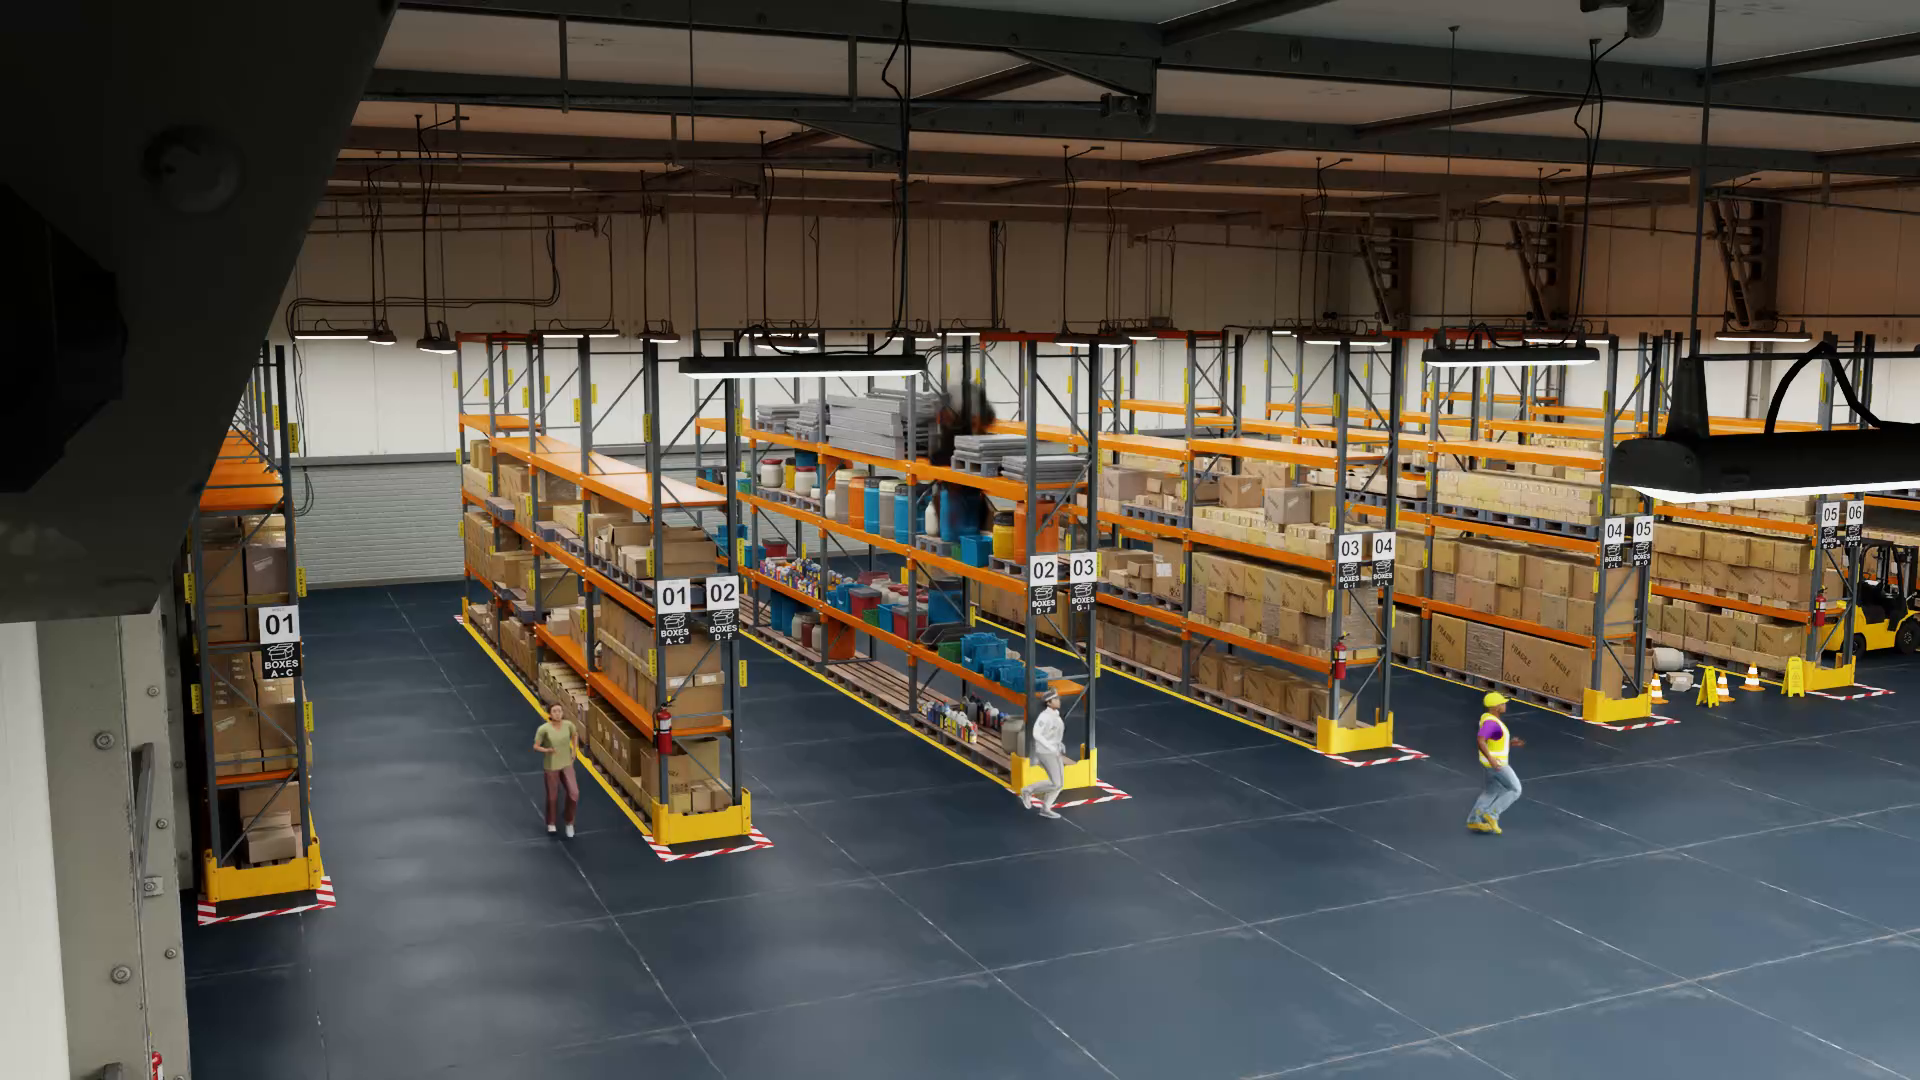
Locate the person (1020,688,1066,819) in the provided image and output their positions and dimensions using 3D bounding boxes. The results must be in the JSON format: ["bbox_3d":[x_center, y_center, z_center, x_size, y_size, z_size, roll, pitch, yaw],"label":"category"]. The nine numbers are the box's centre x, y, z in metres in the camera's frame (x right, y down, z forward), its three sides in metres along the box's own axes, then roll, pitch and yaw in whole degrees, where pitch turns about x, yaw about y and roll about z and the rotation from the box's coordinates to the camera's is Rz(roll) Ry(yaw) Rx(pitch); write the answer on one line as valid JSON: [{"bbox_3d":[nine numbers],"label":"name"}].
[{"bbox_3d":[1.083,2.685,21.136,0.521,1.647,0.638,3,8,22],"label":"person"}]

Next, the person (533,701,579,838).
[{"bbox_3d":[-4.877,2.793,20.213,0.590,1.696,0.613,-4,9,-27],"label":"person"}]

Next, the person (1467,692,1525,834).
[{"bbox_3d":[6.583,2.720,20.346,0.662,1.728,0.687,1,8,5],"label":"person"}]

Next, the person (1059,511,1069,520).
[{"bbox_3d":[2.490,-0.032,41.237,0.714,1.634,0.745,6,10,36],"label":"person"}]
